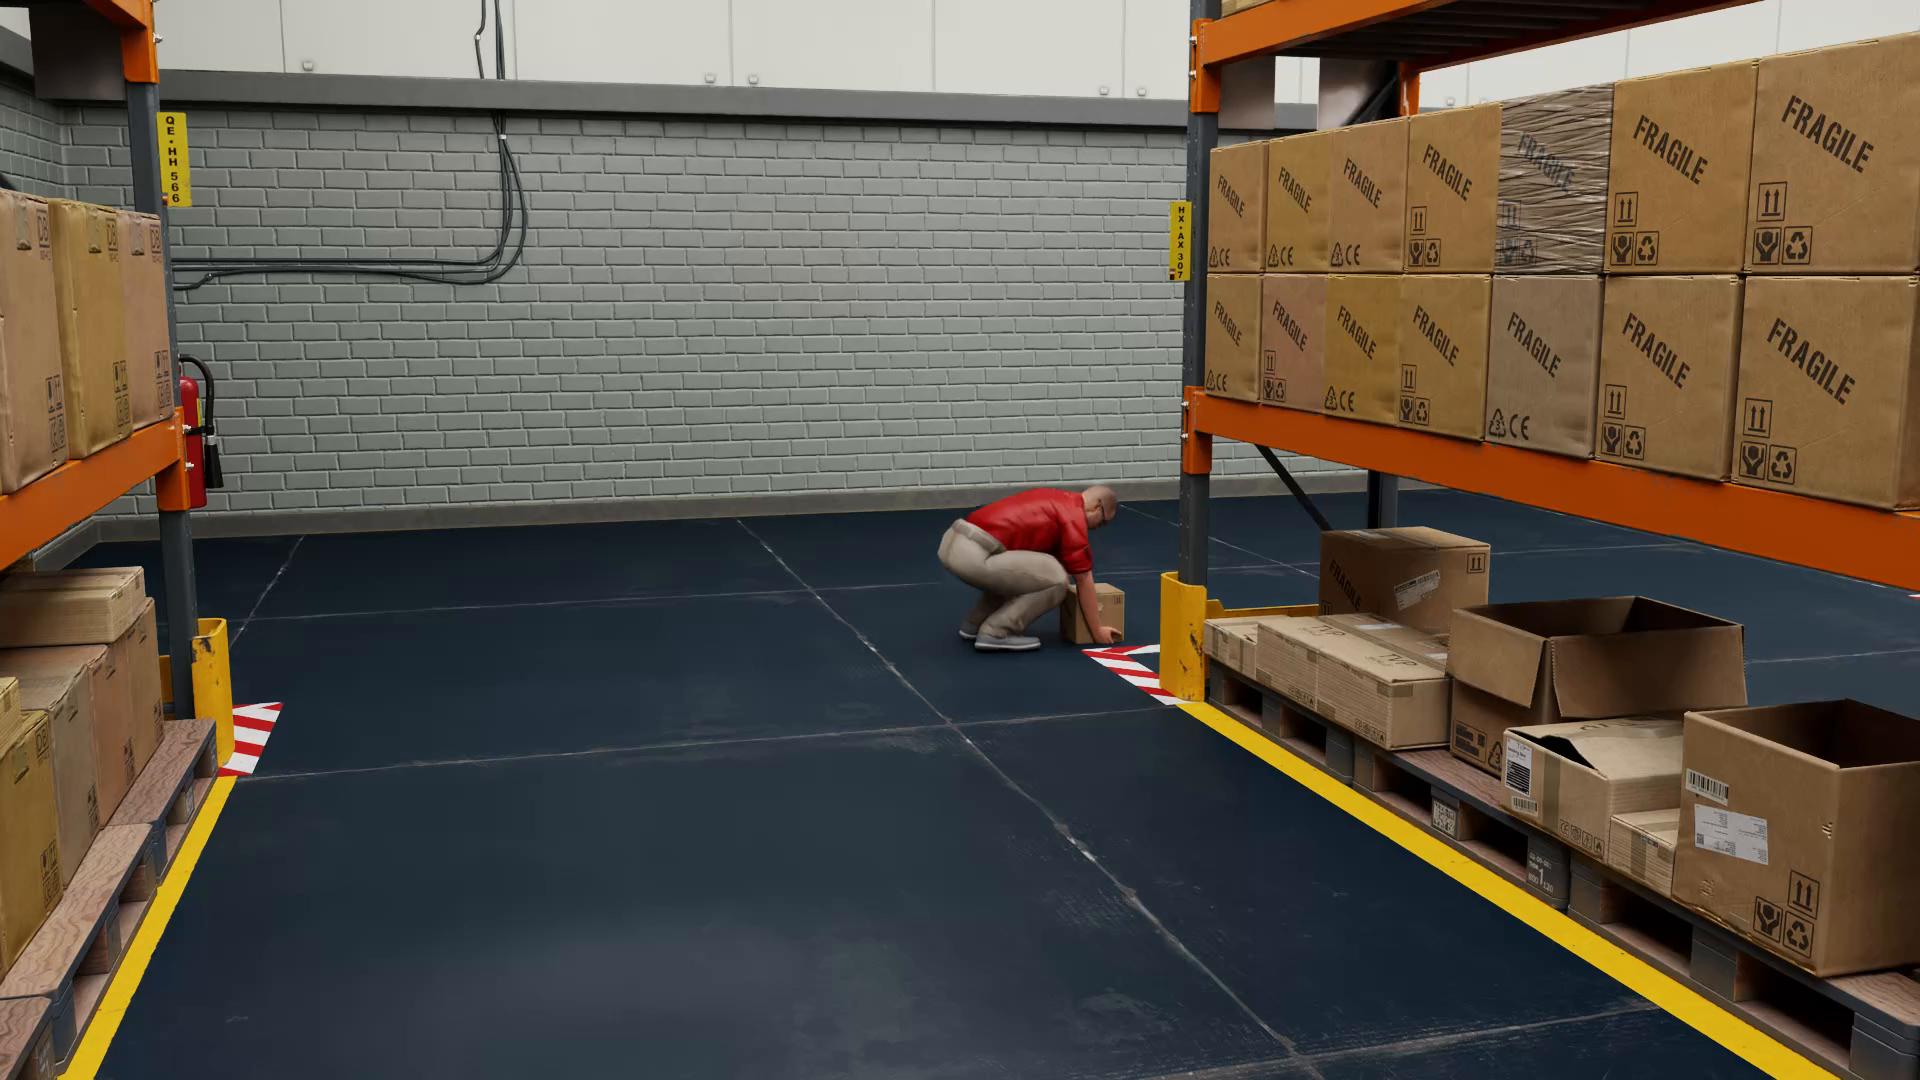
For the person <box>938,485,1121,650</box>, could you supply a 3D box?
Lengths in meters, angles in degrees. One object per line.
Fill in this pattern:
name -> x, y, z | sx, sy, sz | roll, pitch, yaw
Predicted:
person -> 0.351, 0.144, 8.172 | 0.922, 0.797, 0.530 | -3, 10, -17
